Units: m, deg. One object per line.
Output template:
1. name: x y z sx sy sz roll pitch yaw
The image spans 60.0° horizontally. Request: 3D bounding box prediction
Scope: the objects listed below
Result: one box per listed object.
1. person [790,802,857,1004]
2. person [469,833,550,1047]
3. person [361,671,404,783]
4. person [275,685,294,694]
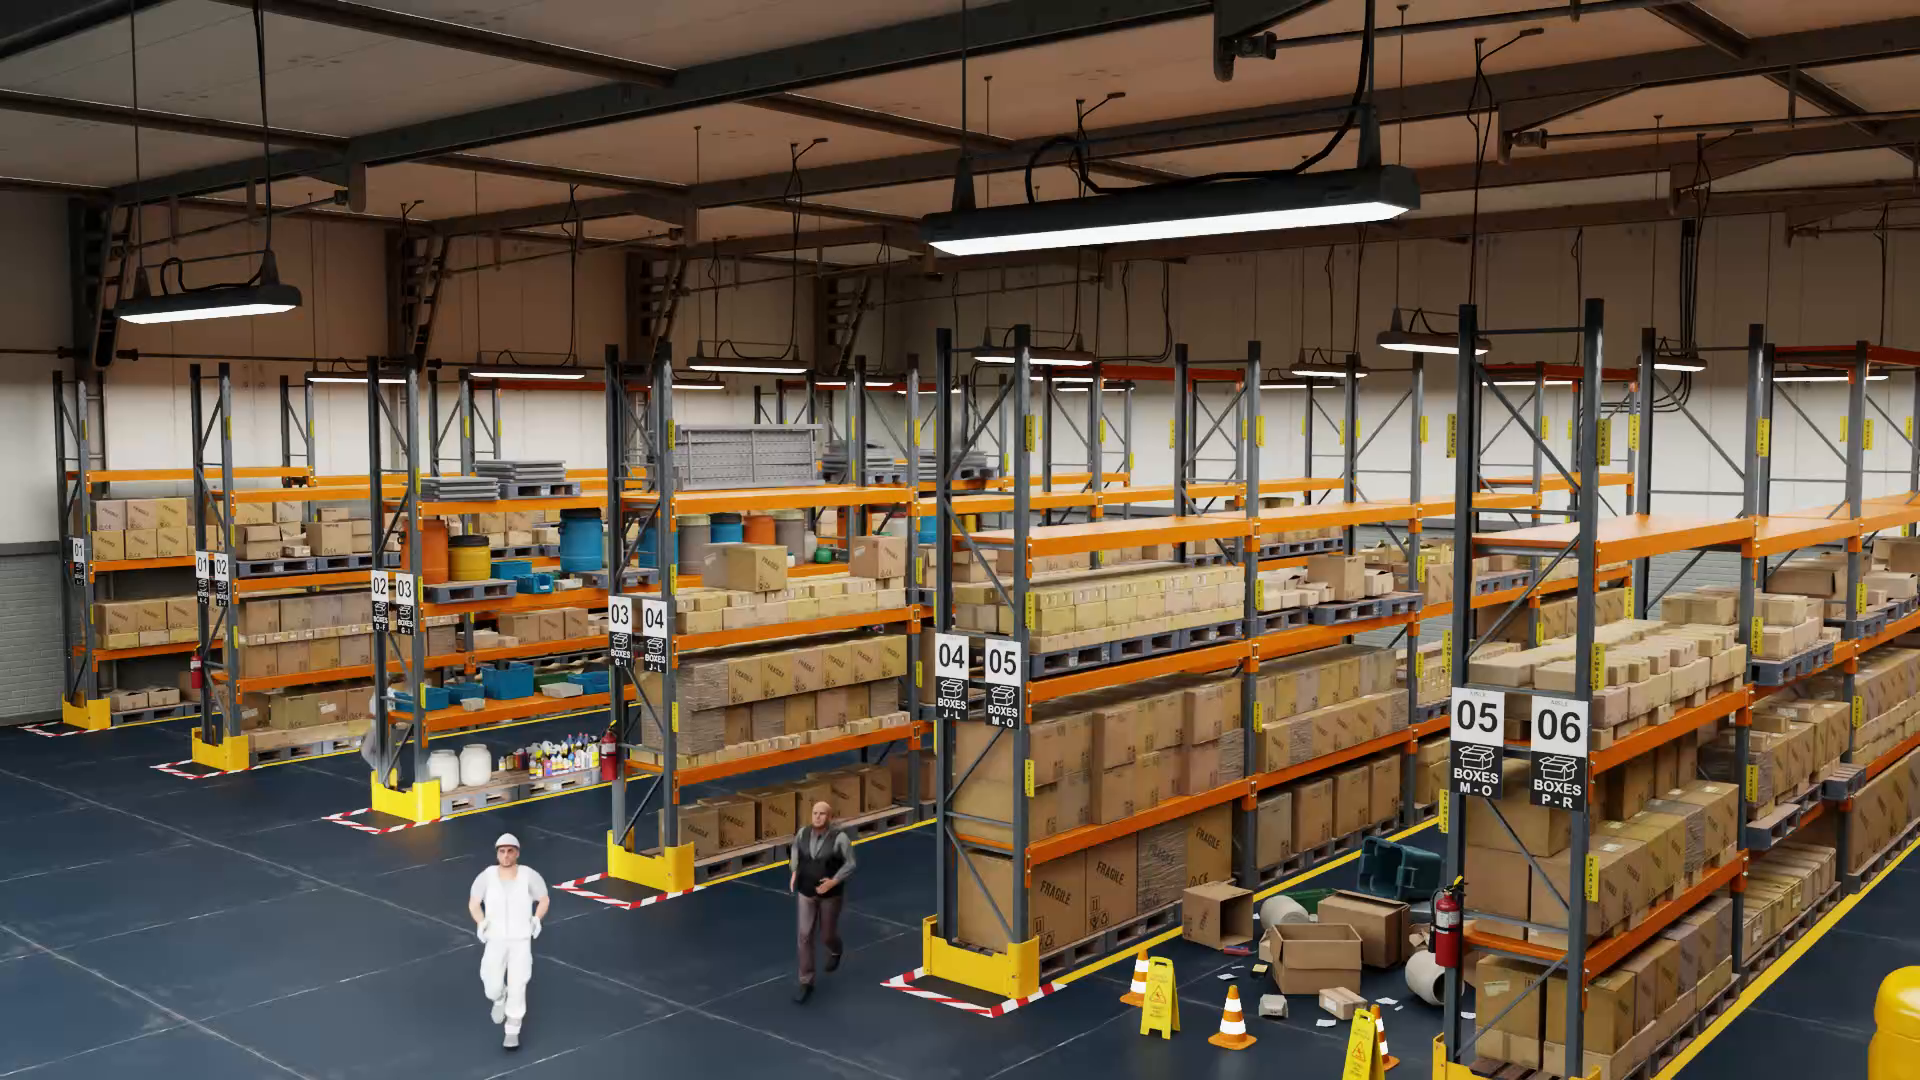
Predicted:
1. person: -1.256 3.219 15.092 0.670 1.724 0.929 1 4 11
2. person: -3.744 3.298 13.820 0.654 1.736 0.621 -1 4 -11
3. person: -8.105 2.641 23.351 0.540 1.669 0.652 2 5 28
4. person: -11.043 2.322 27.417 0.679 1.758 0.813 3 5 35
